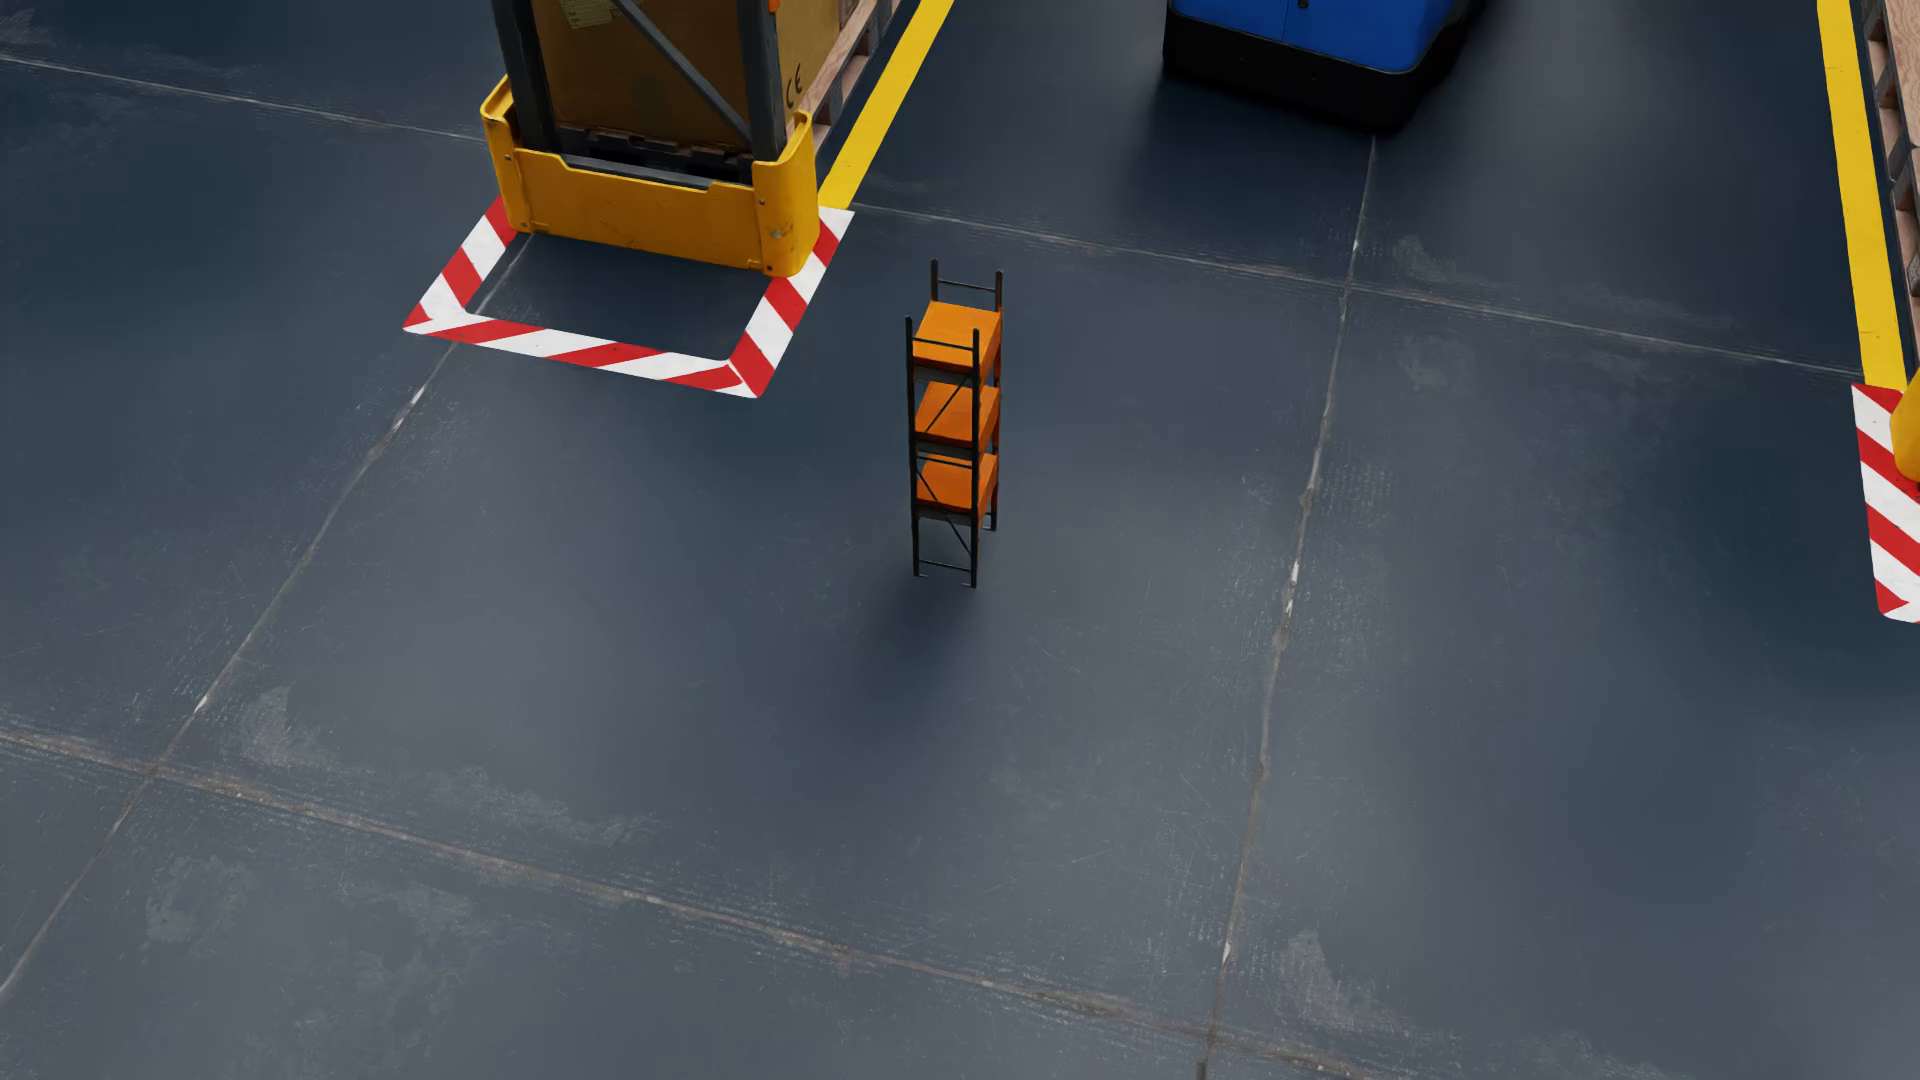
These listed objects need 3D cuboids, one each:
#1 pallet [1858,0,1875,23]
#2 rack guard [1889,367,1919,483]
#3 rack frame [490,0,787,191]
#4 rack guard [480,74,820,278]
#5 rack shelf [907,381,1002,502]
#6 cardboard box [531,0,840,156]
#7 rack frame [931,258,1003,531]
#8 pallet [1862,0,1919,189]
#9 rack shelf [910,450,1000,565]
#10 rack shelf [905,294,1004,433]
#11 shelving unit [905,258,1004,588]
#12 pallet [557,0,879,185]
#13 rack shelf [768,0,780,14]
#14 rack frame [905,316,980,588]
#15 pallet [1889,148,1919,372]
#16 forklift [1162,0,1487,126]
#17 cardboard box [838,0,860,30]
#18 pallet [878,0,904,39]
[{"bbox_3d":[4.560,-2.652,7.450,1.003,0.211,1.213,12,50,10],"label":"pallet"},{"bbox_3d":[3.670,-0.374,5.247,1.175,0.500,0.348,12,50,10],"label":"rack guard"},{"bbox_3d":[-1.115,-2.198,5.190,1.000,3.000,0.127,12,50,10],"label":"rack frame"},{"bbox_3d":[-1.121,-1.354,6.111,1.175,0.500,0.348,12,50,10],"label":"rack guard"},{"bbox_3d":[-0.014,-0.302,4.830,0.215,0.259,0.240,12,50,10],"label":"rack shelf"},{"bbox_3d":[-1.024,-2.113,6.251,0.875,0.875,0.875,12,50,10],"label":"cardboard box"},{"bbox_3d":[0.018,-0.397,4.900,0.200,1.050,0.008,12,50,10],"label":"rack frame"},{"bbox_3d":[4.241,-1.767,6.669,1.003,0.211,1.213,12,50,10],"label":"pallet"},{"bbox_3d":[-0.014,-0.118,5.039,0.215,0.259,0.240,12,50,10],"label":"rack shelf"},{"bbox_3d":[-0.014,-0.489,4.617,0.215,0.259,0.240,12,50,10],"label":"rack shelf"},{"bbox_3d":[-0.014,-0.309,4.822,0.215,1.050,0.252,12,50,10],"label":"shelving unit"},{"bbox_3d":[-0.980,-1.869,6.759,1.003,0.211,1.213,12,50,10],"label":"pallet"},{"bbox_3d":[-0.589,-3.407,6.736,1.077,0.370,4.000,12,50,10],"label":"rack shelf"},{"bbox_3d":[-0.046,-0.220,4.744,0.200,1.050,0.008,12,50,10],"label":"rack frame"},{"bbox_3d":[3.918,-0.887,5.892,1.003,0.211,1.213,12,50,10],"label":"pallet"},{"bbox_3d":[1.989,-3.721,6.579,1.130,2.935,3.031,22,52,18],"label":"forklift"},{"bbox_3d":[-0.784,-2.771,6.832,0.875,0.875,0.875,12,50,10],"label":"cardboard box"},{"bbox_3d":[-0.657,-2.749,7.536,1.003,0.211,1.213,12,50,10],"label":"pallet"}]
